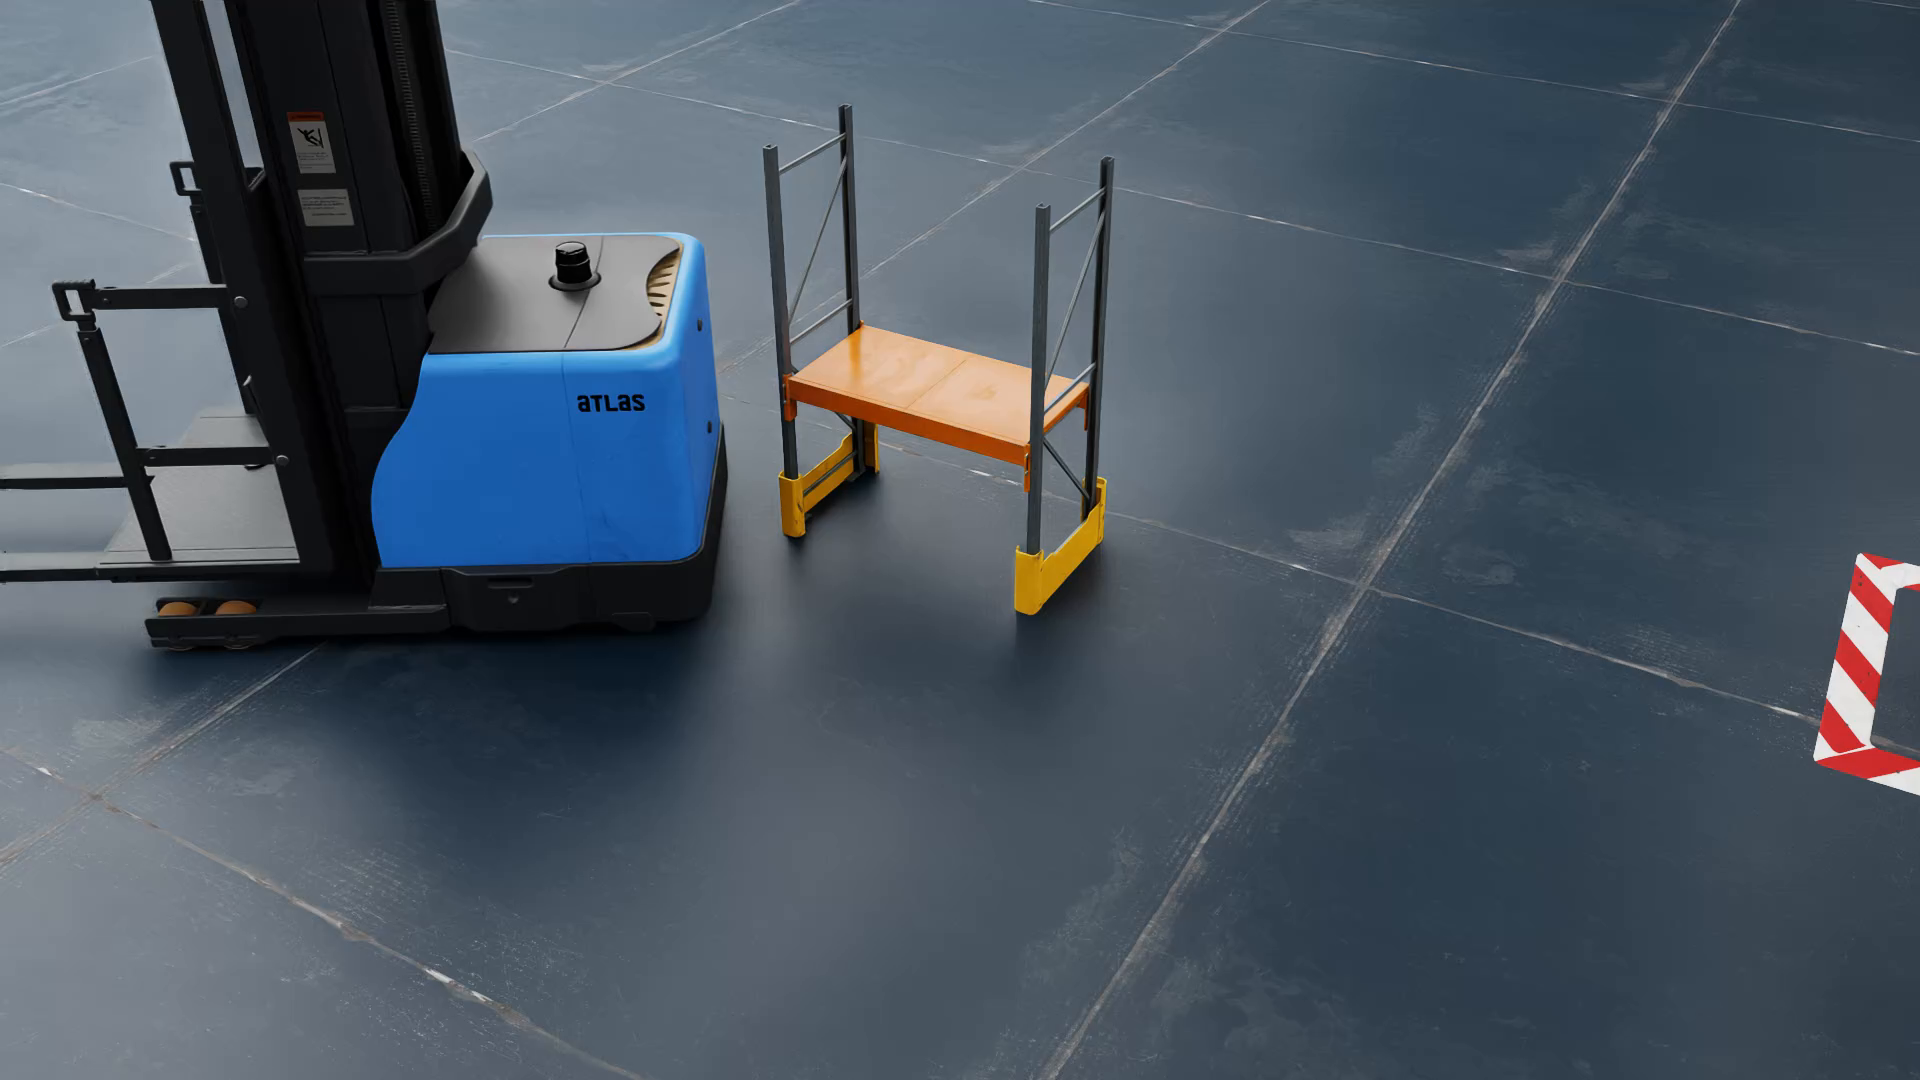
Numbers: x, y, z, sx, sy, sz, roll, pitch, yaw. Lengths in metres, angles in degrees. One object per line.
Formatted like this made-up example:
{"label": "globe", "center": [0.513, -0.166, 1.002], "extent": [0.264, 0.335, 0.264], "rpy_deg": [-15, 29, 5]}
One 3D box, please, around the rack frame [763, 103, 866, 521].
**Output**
{"label": "rack frame", "center": [-0.515, -0.788, 6.079], "extent": [0.032, 1.500, 0.500], "rpy_deg": [18, 37, 24]}

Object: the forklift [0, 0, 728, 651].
{"label": "forklift", "center": [-2.401, -1.141, 5.319], "extent": [3.031, 2.935, 1.130], "rpy_deg": [-1, 34, -2]}

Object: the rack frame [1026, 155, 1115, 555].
{"label": "rack frame", "center": [0.367, -0.508, 5.660], "extent": [0.032, 1.500, 0.500], "rpy_deg": [18, 37, 24]}

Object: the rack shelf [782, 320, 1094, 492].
{"label": "rack shelf", "center": [-0.074, -0.498, 5.969], "extent": [1.000, 0.185, 0.538], "rpy_deg": [18, 37, 24]}

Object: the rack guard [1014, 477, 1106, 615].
{"label": "rack guard", "center": [0.366, 0.012, 6.007], "extent": [0.087, 0.250, 0.587], "rpy_deg": [18, 37, 24]}

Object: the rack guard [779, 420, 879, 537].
{"label": "rack guard", "center": [-0.499, -0.262, 6.418], "extent": [0.087, 0.250, 0.587], "rpy_deg": [18, 37, 24]}

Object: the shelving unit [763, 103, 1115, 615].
{"label": "shelving unit", "center": [-0.066, -0.645, 5.866], "extent": [1.083, 1.500, 0.587], "rpy_deg": [18, 37, 24]}
